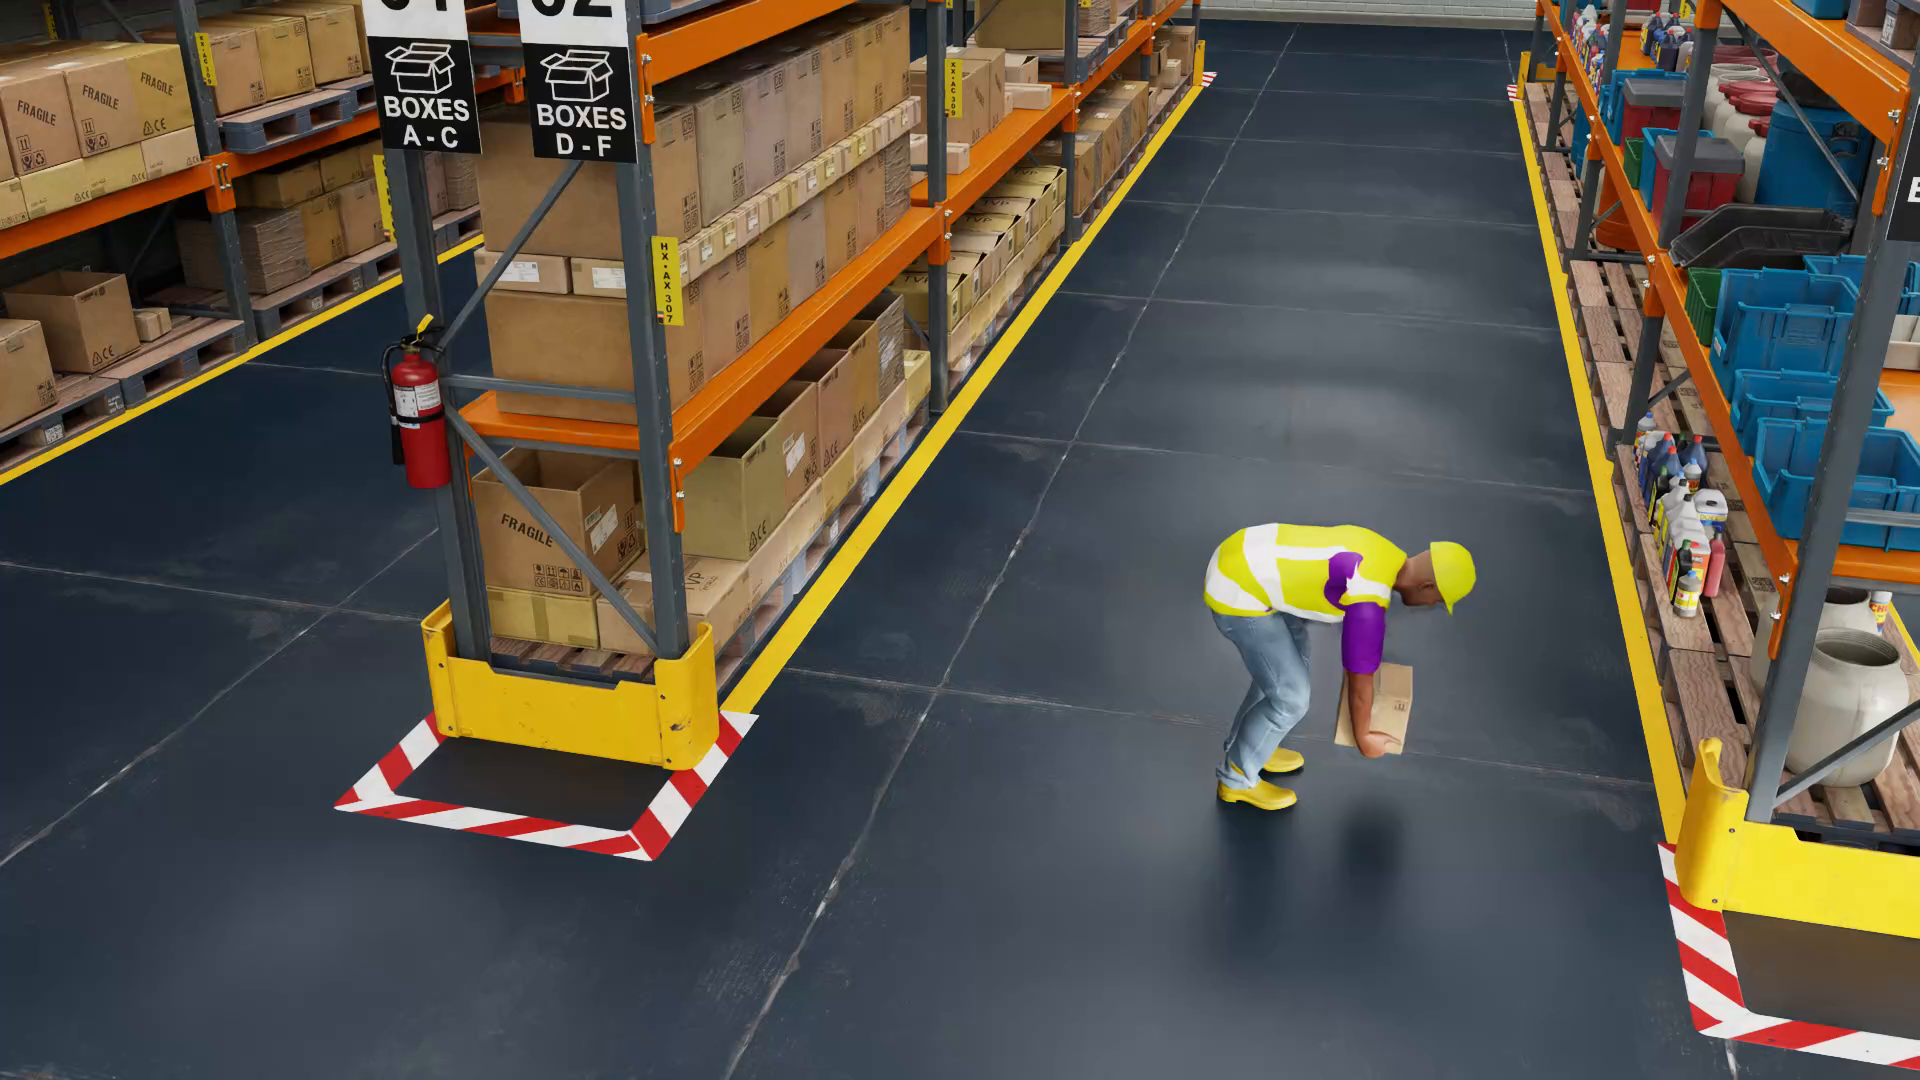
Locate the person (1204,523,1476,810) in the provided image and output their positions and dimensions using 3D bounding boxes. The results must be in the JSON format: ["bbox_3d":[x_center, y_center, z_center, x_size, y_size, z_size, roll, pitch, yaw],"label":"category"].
[{"bbox_3d":[1.403,0.471,6.335,0.979,1.119,0.477,5,26,11],"label":"person"}]
